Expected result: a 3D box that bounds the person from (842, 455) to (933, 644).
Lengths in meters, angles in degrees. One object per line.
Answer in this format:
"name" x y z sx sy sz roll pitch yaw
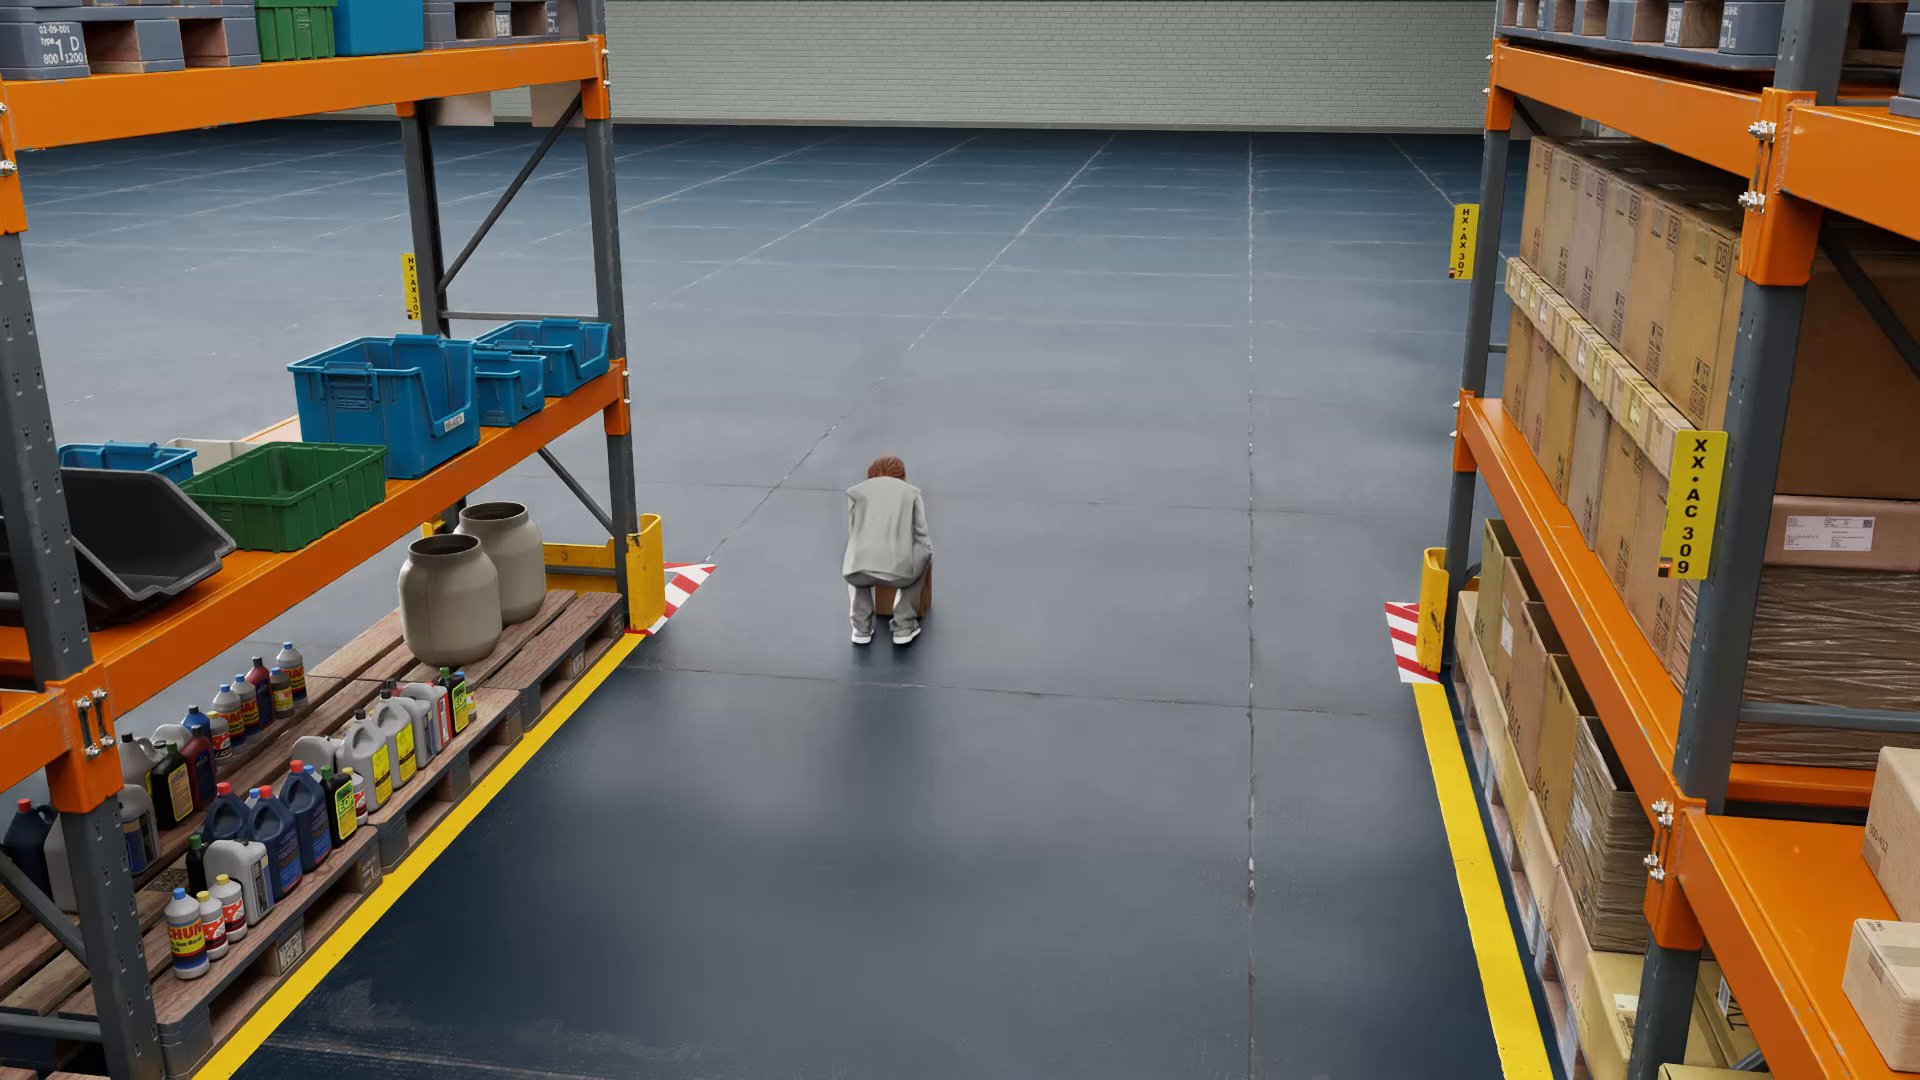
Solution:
"person" -0.364 0.065 8.133 0.434 0.816 0.800 3 18 9
